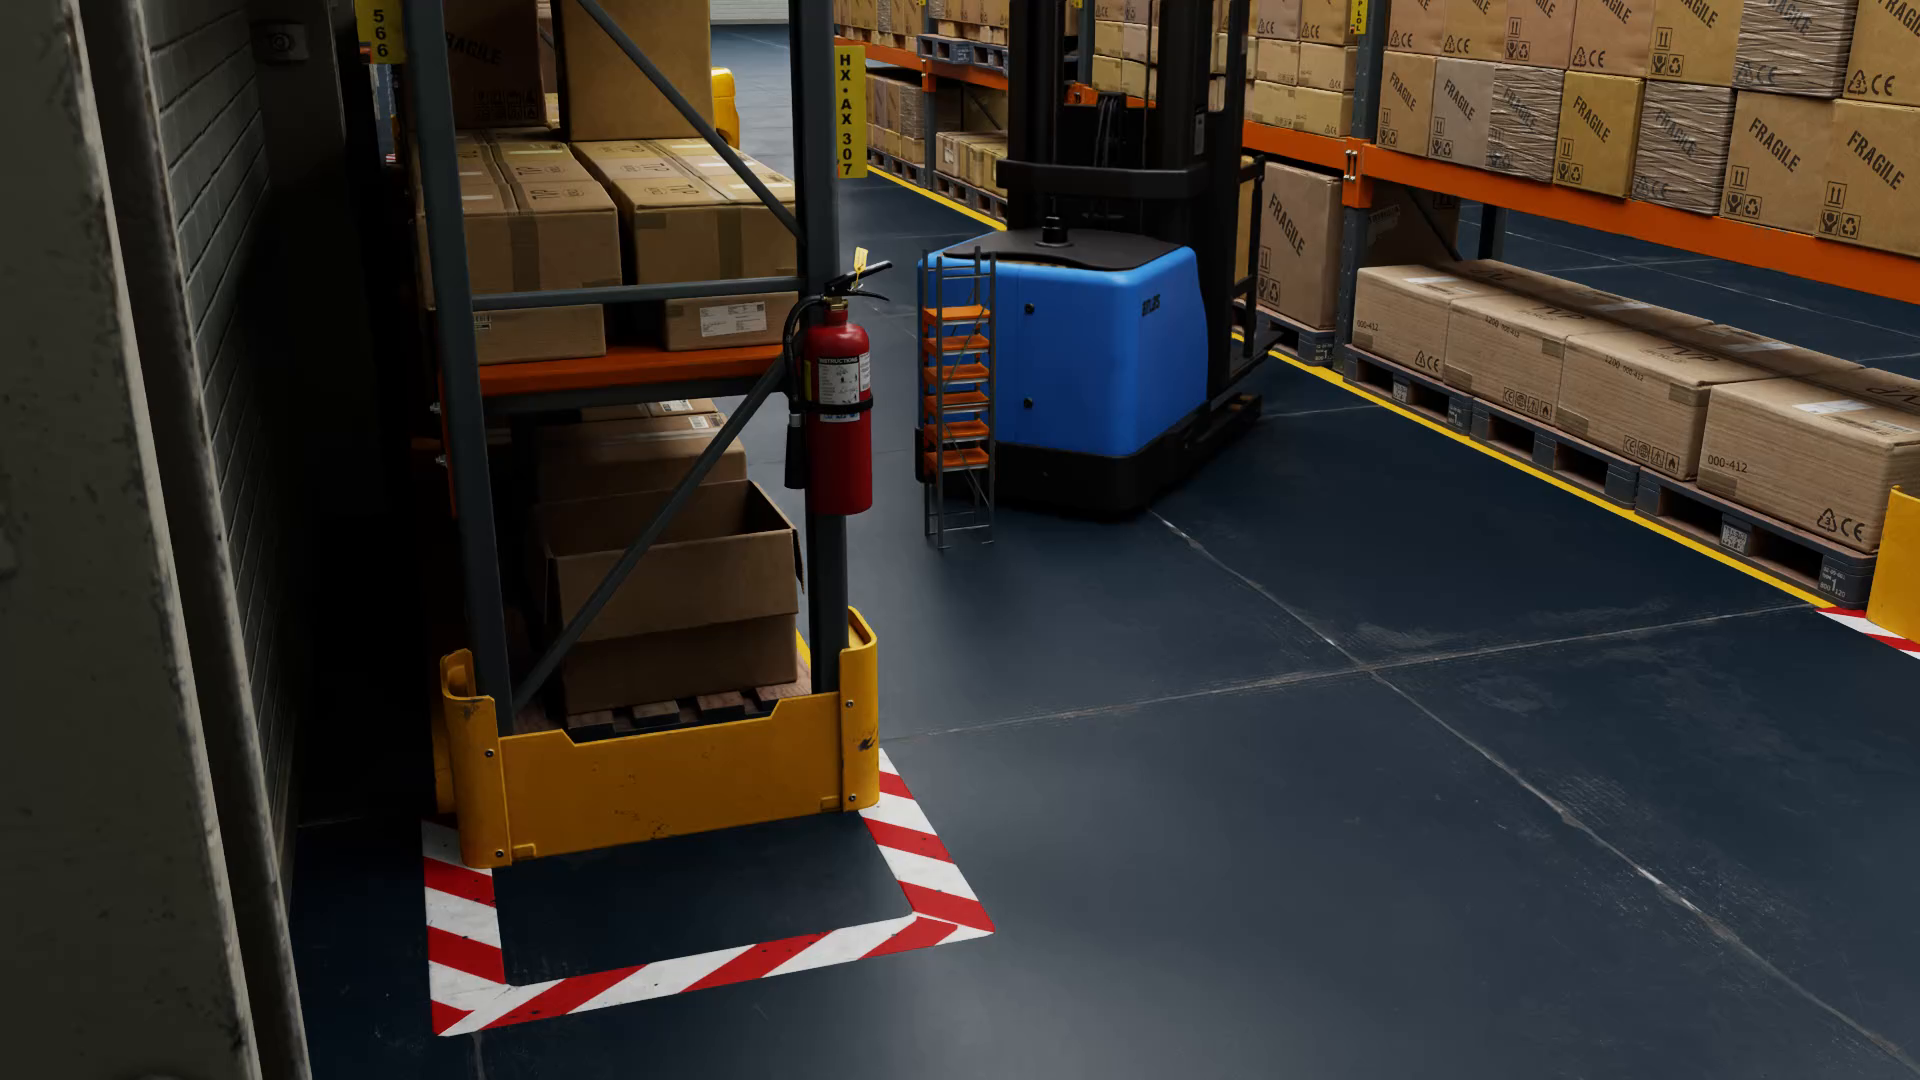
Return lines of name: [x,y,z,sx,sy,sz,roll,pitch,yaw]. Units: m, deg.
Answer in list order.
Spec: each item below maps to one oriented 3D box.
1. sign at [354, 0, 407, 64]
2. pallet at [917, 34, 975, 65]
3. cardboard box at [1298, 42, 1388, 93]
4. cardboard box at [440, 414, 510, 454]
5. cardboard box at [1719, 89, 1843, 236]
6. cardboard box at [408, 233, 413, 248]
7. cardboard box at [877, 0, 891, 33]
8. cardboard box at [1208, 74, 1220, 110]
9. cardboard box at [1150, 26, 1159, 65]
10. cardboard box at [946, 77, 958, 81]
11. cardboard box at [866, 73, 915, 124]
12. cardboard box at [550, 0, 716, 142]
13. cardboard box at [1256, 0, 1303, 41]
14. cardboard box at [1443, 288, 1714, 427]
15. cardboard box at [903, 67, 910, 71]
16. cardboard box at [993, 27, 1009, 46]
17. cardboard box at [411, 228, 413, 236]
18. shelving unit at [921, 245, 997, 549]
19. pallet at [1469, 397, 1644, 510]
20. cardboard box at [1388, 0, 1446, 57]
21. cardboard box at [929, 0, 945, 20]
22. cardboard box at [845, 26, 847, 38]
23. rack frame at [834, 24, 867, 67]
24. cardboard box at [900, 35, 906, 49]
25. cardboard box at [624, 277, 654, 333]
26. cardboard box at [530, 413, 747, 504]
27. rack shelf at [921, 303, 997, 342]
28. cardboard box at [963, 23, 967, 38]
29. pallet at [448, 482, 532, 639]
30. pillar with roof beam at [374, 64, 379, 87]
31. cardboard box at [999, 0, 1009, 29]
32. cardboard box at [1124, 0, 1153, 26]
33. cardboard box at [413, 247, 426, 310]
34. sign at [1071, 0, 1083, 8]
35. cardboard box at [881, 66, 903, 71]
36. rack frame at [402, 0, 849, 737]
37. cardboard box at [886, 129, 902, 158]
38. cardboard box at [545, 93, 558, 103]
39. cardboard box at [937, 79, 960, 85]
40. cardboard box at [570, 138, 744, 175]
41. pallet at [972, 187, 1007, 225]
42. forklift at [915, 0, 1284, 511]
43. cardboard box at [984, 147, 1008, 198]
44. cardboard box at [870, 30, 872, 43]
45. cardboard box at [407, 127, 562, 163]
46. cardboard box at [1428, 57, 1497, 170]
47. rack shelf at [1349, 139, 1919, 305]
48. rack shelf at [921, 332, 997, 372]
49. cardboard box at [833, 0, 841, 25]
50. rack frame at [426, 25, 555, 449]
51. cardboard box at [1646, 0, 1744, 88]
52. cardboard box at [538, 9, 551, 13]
sign: [-1.334,-1.257,3.798,0.100,0.325,0.005,-6,21,-17]
pallet: [0.240,-4.644,15.693,1.003,0.211,1.213,-6,21,-17]
cardboard box: [2.283,-2.708,9.502,0.500,0.250,0.500,-6,21,-17]
cardboard box: [-2.075,-0.595,7.491,0.500,0.311,0.500,-6,21,-15]
cardboard box: [3.363,-1.481,6.454,0.500,0.500,0.500,-7,21,-18]
cardboard box: [-2.973,-1.546,9.860,0.500,0.500,0.500,-7,21,-19]
cardboard box: [-0.573,-5.629,17.563,0.500,0.500,0.500,-6,21,-16]
cardboard box: [1.806,-2.967,10.963,0.500,0.250,0.500,-6,21,-17]
cardboard box: [1.626,-3.360,11.317,0.500,0.250,0.500,-6,21,-17]
cardboard box: [0.063,-4.986,17.739,0.380,0.149,0.250,-6,20,-15]
cardboard box: [-0.802,-4.911,18.488,0.500,0.500,0.500,-6,21,-16]
cardboard box: [-1.160,-1.694,5.867,0.500,0.500,0.500,-6,21,-16]
cardboard box: [2.104,-3.228,9.838,0.500,0.500,0.500,-6,21,-16]
cardboard box: [3.030,-0.920,8.209,0.875,0.438,0.875,-7,21,-19]
cardboard box: [-0.441,-5.501,19.171,0.380,0.149,0.250,-6,21,-16]
cardboard box: [0.507,-4.360,14.369,0.380,0.149,0.250,-7,21,-19]
cardboard box: [-2.895,-1.724,9.397,0.380,0.149,0.250,-6,21,-16]
shelving unit: [-0.005,-0.569,6.727,0.258,1.200,0.189,-6,21,-17]
pallet: [3.204,-0.471,7.916,1.003,0.211,1.213,-6,21,-17]
cardboard box: [2.572,-2.767,8.556,0.500,0.500,0.500,-6,21,-17]
cardboard box: [0.013,-5.199,15.745,0.500,0.500,0.500,-6,21,-16]
cardboard box: [-1.110,-5.856,19.156,0.380,0.149,0.250,-7,21,-19]
rack frame: [-1.119,-6.279,19.960,1.000,3.000,0.127,-6,21,-17]
cardboard box: [-0.410,-5.201,17.330,0.380,0.149,0.250,-7,21,-18]
cardboard box: [-0.768,-0.709,4.825,0.380,0.149,0.250,-6,21,-16]
cardboard box: [-1.135,-0.122,5.895,0.700,0.500,0.500,-6,20,-15]
rack shelf: [-0.005,-0.866,6.620,0.258,0.103,0.180,-6,21,-17]
cardboard box: [0.244,-4.700,15.315,0.380,0.149,0.250,-5,20,-14]
pallet: [-1.456,0.026,6.533,1.003,0.211,1.213,-6,21,-17]
pillar with roof beam: [-6.152,-12.563,28.581,9.100,9.000,0.400,-6,21,-17]
cardboard box: [0.656,-4.539,13.908,0.500,0.500,0.500,-8,21,-21]
cardboard box: [1.483,-3.887,11.674,0.500,0.500,0.500,-6,21,-17]
cardboard box: [-1.479,-0.817,5.126,0.380,0.149,0.250,-6,21,-17]
sign: [0.883,-4.159,12.462,0.100,0.325,0.005,-6,21,-17]
cardboard box: [-0.620,-5.306,19.589,0.500,0.500,0.500,-6,21,-17]
rack frame: [-0.801,-0.616,4.194,1.000,3.000,0.127,-6,21,-17]
cardboard box: [-0.480,-4.230,17.702,0.500,0.250,0.500,-7,21,-19]
cardboard box: [-1.667,-1.831,7.360,0.500,0.250,0.500,-6,21,-16]
cardboard box: [0.029,-4.640,17.736,0.500,0.500,0.500,-6,20,-15]
cardboard box: [-1.009,-1.184,5.556,0.500,0.250,0.500,-7,21,-18]
pallet: [0.771,-3.041,15.071,1.003,0.211,1.213,-6,21,-17]
forklift: [0.899,-1.958,8.032,1.130,2.935,3.031,9,22,24]
cardboard box: [0.755,-3.335,15.030,0.950,0.372,0.625,-6,21,-15]
cardboard box: [-0.766,-5.525,18.232,0.380,0.149,0.250,-7,21,-19]
cardboard box: [-1.674,-1.298,5.873,0.500,0.250,0.500,-6,21,-17]
cardboard box: [2.706,-2.135,8.275,0.500,0.500,0.500,-6,21,-17]
rack shelf: [3.281,-1.448,7.574,1.077,0.370,4.000,-6,21,-17]
rack shelf: [-0.005,-0.753,6.660,0.258,0.103,0.180,-6,21,-17]
cardboard box: [-1.234,-6.285,19.388,0.500,0.500,0.500,-7,21,-18]
rack frame: [-2.058,-1.900,7.768,1.000,3.000,0.127,-6,21,-17]
cardboard box: [3.188,-2.115,6.741,0.500,0.500,0.500,-6,21,-17]
cardboard box: [-2.161,-2.489,8.641,0.700,0.500,0.500,-6,21,-17]
